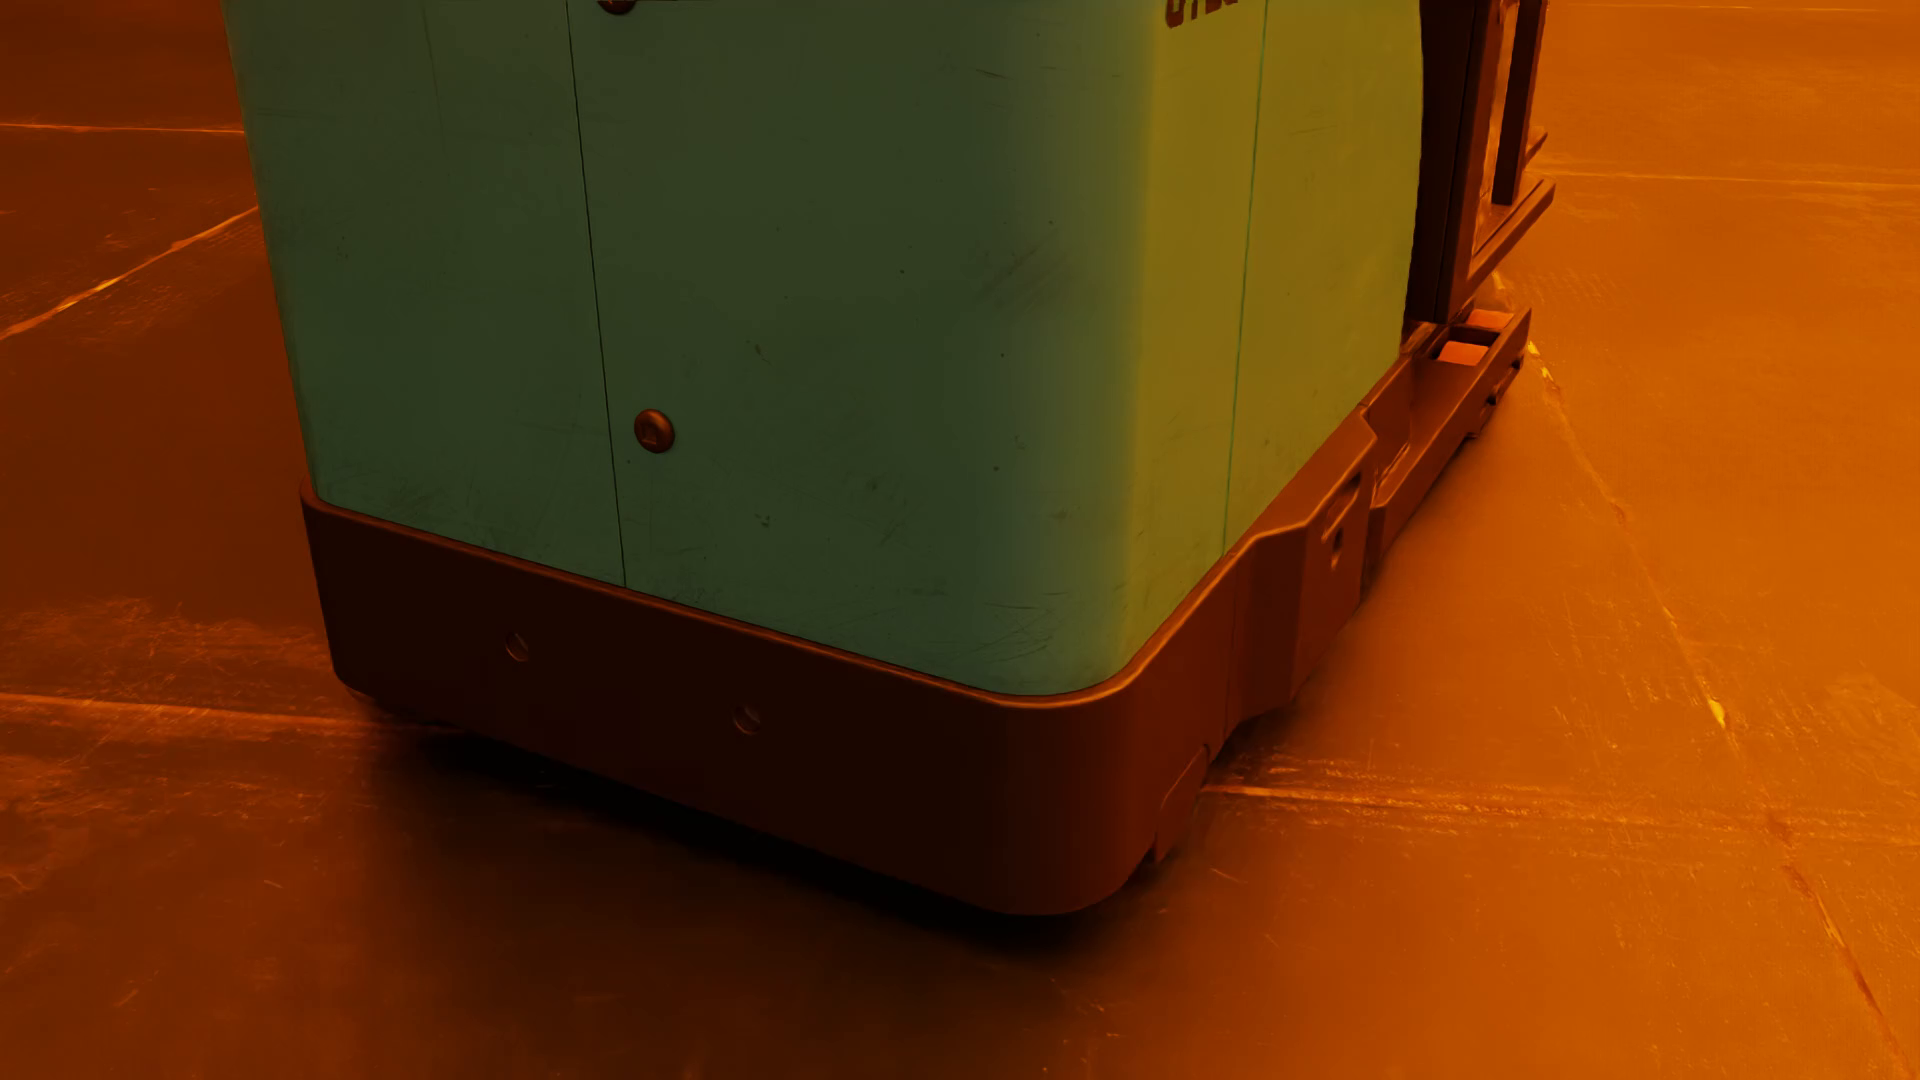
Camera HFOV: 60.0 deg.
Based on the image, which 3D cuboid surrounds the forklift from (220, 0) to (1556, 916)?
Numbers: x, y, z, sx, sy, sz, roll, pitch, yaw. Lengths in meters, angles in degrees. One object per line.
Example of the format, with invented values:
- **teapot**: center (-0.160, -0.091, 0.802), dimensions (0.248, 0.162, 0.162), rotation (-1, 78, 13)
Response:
- **forklift**: center (0.376, -1.571, 2.366), dimensions (1.130, 2.935, 3.031), rotation (14, 30, 25)
